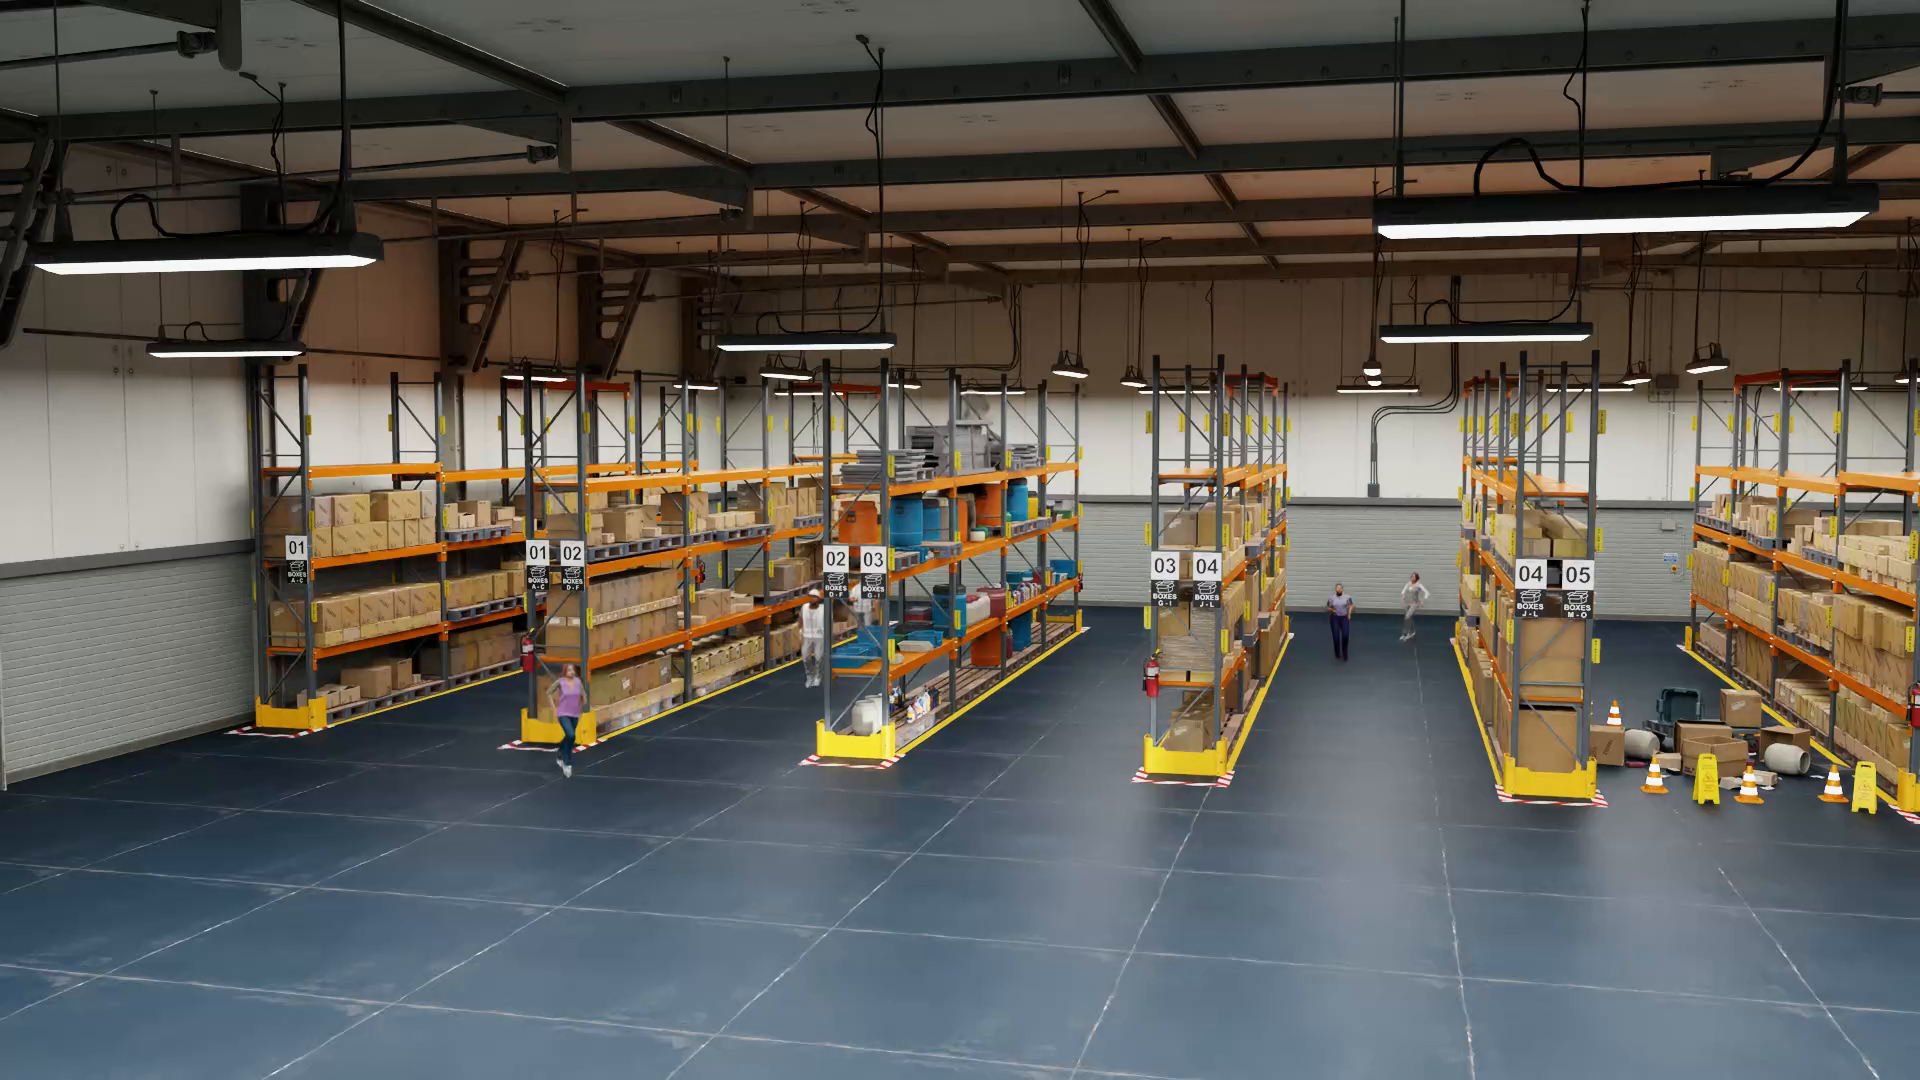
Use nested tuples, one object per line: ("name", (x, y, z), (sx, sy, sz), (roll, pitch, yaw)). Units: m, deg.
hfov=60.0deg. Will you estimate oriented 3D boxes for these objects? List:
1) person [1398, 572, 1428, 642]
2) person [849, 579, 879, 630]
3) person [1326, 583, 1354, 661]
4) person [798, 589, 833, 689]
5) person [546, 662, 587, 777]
("person", (10.475, 1.553, 38.482), (0.726, 1.593, 0.601), (-3, 5, -40))
("person", (-1.994, 1.524, 34.354), (0.609, 1.711, 0.882), (1, 4, 9))
("person", (8.099, 1.752, 35.459), (0.580, 1.662, 0.685), (1, 4, 13))
("person", (-2.625, 1.788, 29.886), (0.684, 1.807, 0.615), (1, 4, 8))
("person", (-5.617, 2.558, 23.893), (0.528, 1.630, 0.717), (-4, 6, -44))
